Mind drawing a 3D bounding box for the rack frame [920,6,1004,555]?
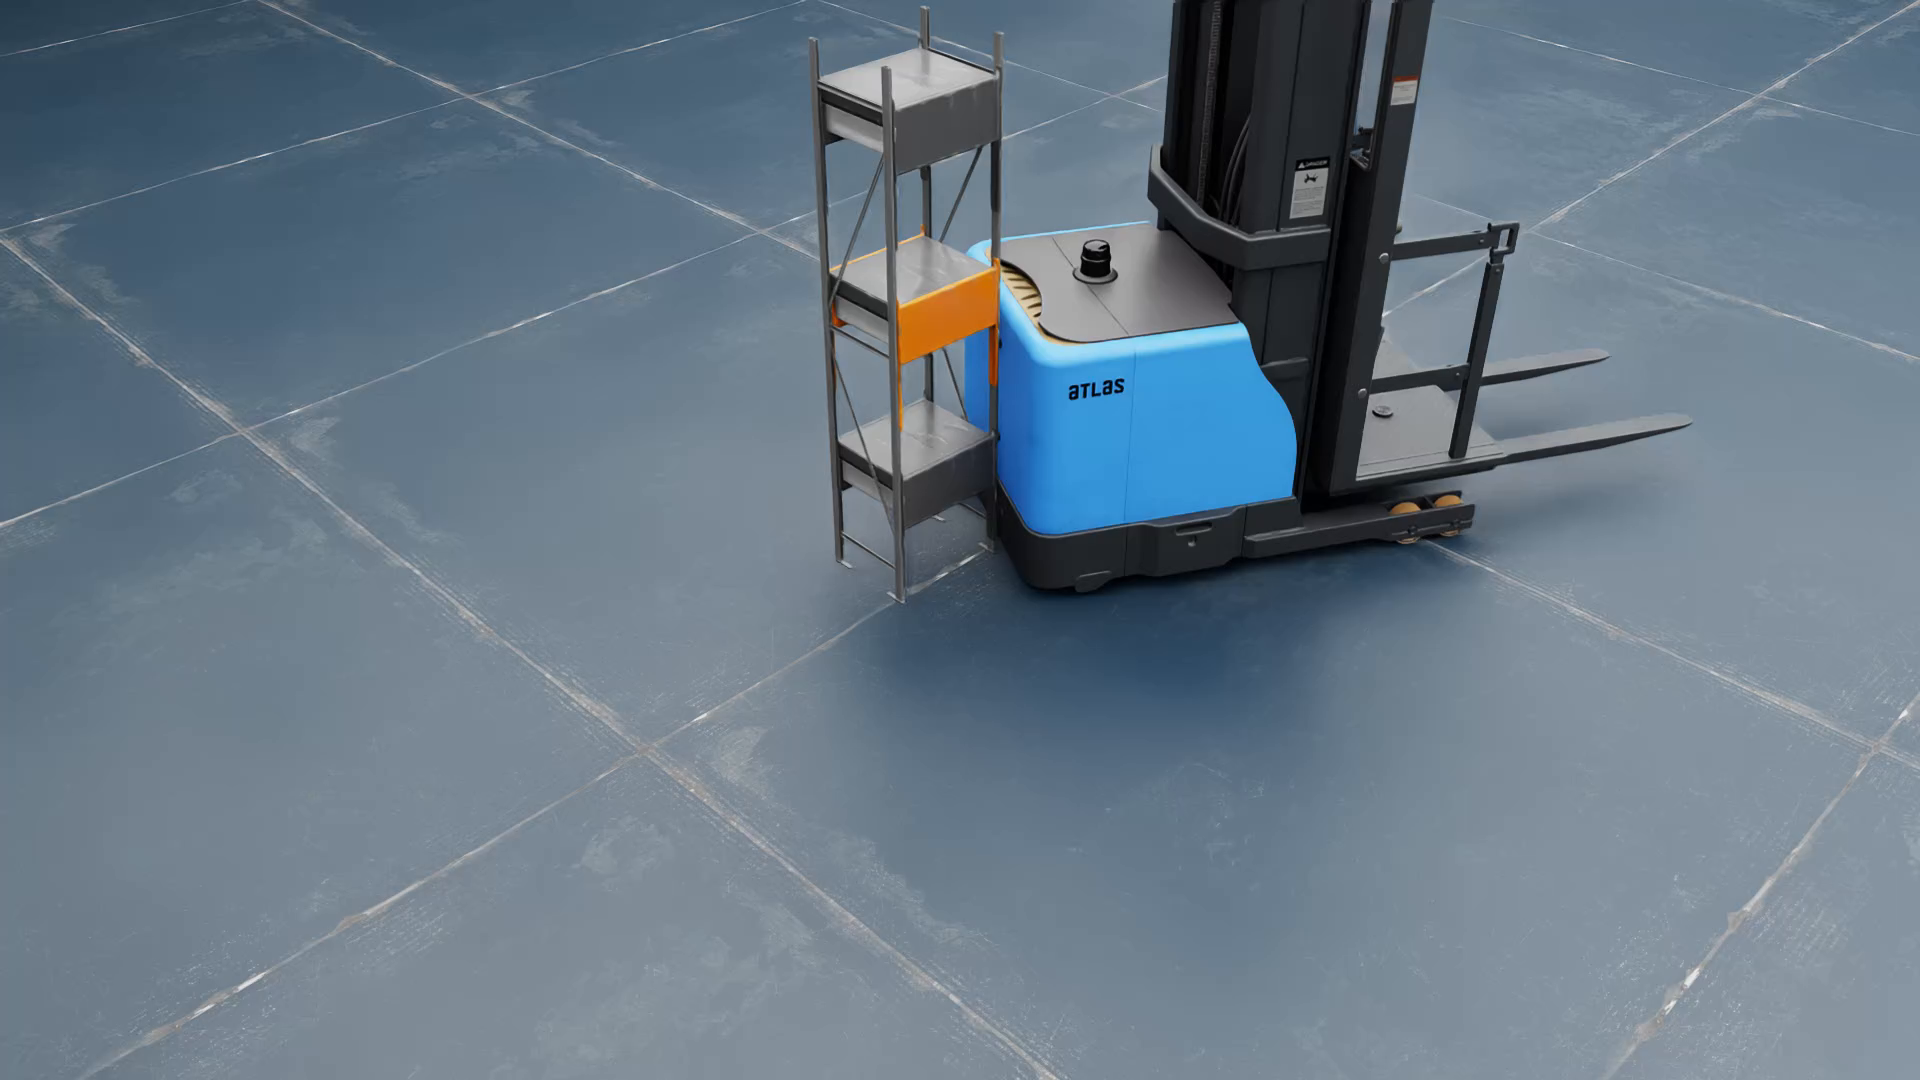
[{"bbox_3d":[0.004,-0.887,6.186,0.015,2.100,0.400,-28,44,-34],"label":"rack frame"}]

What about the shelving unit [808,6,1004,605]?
[{"bbox_3d":[-0.175,-0.792,6.050,0.503,2.100,0.431,-28,44,-34],"label":"shelving unit"}]

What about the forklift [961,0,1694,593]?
[{"bbox_3d":[1.580,-1.468,6.292,3.031,2.935,1.130,-9,36,-13],"label":"forklift"}]

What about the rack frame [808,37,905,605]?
[{"bbox_3d":[-0.355,-0.697,5.914,0.015,2.100,0.400,-28,44,-34],"label":"rack frame"}]

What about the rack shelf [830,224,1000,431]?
[{"bbox_3d":[-0.175,-0.781,6.058,0.480,0.518,0.431,-28,44,-34],"label":"rack shelf"}]

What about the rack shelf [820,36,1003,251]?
[{"bbox_3d":[-0.175,-1.355,5.657,0.480,0.518,0.431,-28,44,-34],"label":"rack shelf"}]

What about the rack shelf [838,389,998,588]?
[{"bbox_3d":[-0.175,-0.207,6.458,0.480,0.518,0.431,-28,44,-34],"label":"rack shelf"}]
